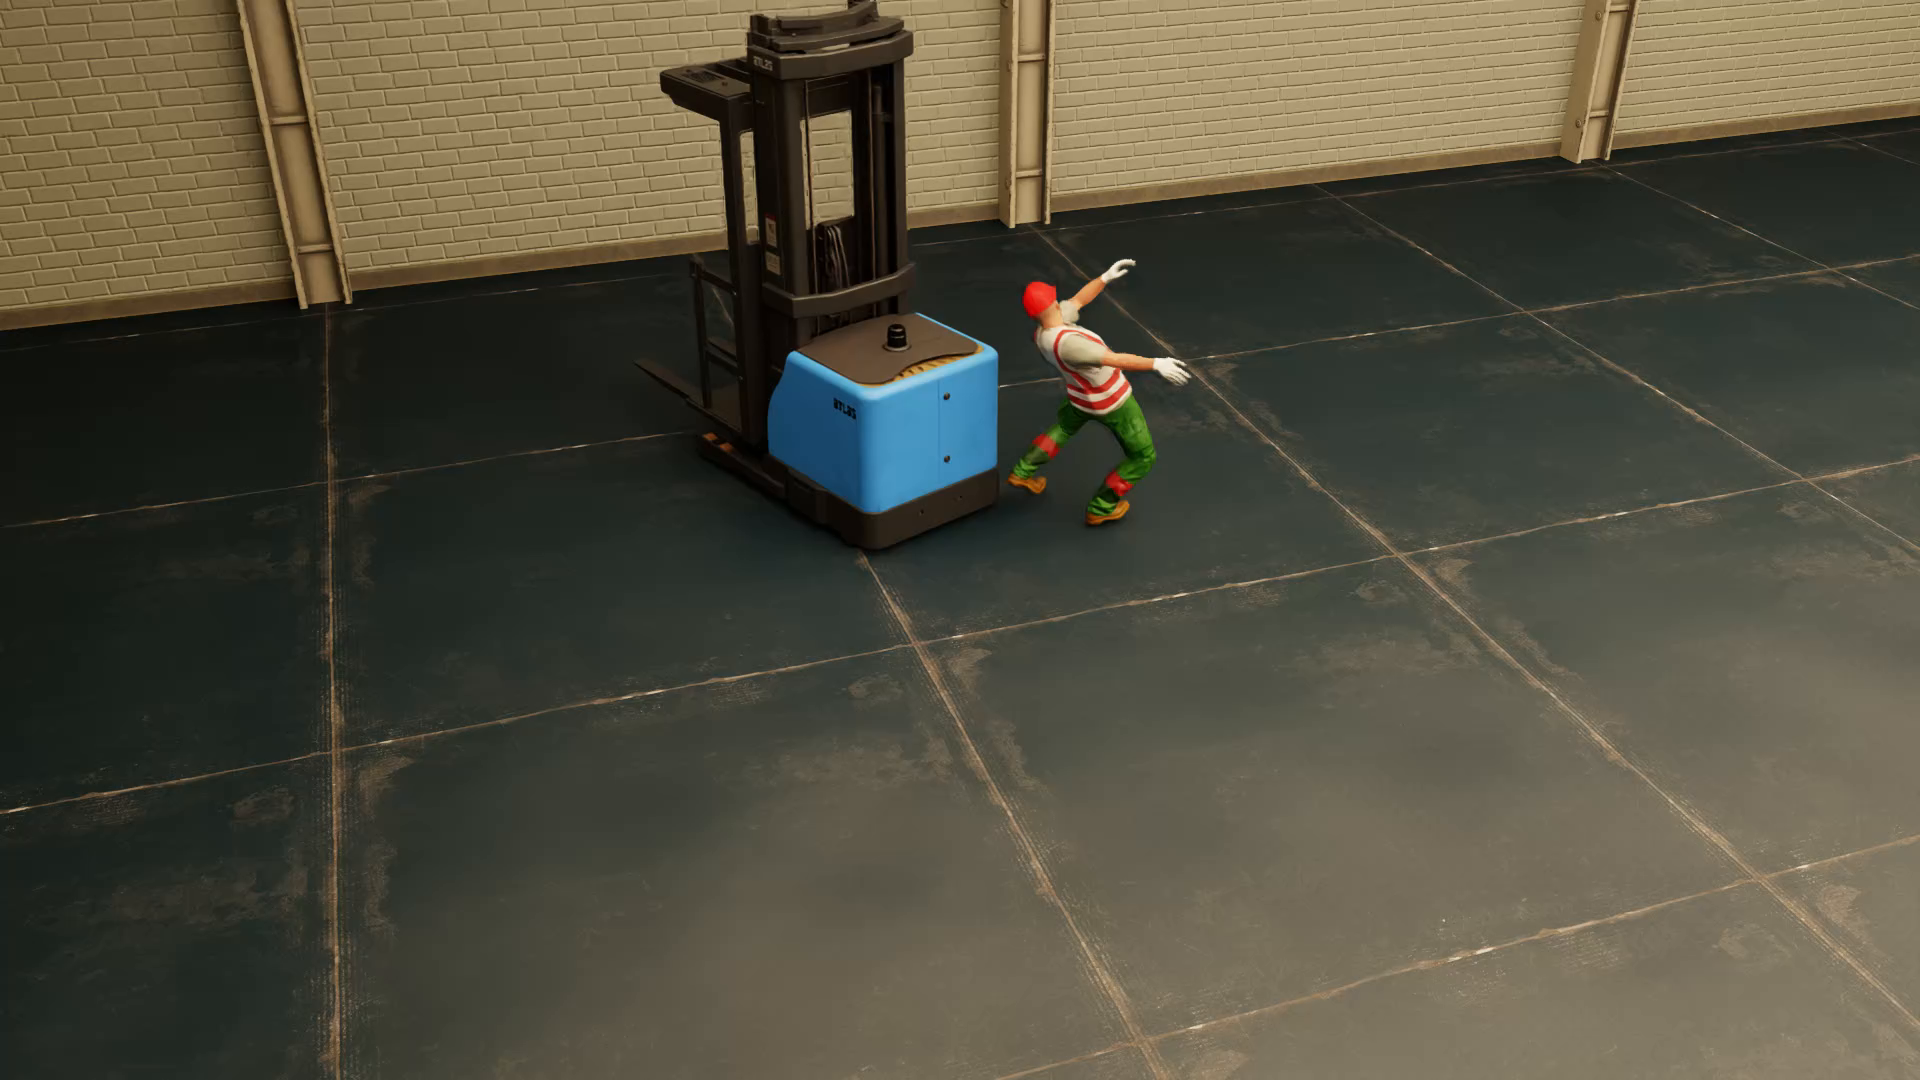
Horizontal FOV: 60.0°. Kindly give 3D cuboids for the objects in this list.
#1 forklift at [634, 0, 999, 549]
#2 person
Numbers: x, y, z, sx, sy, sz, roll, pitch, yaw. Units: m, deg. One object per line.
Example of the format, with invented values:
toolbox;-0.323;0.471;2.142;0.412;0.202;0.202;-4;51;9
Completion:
forklift;-1.088;-1.878;10.350;1.130;2.935;3.031;-23;37;-34
person;0.859;-0.797;9.801;0.725;1.548;1.101;-22;36;-33
